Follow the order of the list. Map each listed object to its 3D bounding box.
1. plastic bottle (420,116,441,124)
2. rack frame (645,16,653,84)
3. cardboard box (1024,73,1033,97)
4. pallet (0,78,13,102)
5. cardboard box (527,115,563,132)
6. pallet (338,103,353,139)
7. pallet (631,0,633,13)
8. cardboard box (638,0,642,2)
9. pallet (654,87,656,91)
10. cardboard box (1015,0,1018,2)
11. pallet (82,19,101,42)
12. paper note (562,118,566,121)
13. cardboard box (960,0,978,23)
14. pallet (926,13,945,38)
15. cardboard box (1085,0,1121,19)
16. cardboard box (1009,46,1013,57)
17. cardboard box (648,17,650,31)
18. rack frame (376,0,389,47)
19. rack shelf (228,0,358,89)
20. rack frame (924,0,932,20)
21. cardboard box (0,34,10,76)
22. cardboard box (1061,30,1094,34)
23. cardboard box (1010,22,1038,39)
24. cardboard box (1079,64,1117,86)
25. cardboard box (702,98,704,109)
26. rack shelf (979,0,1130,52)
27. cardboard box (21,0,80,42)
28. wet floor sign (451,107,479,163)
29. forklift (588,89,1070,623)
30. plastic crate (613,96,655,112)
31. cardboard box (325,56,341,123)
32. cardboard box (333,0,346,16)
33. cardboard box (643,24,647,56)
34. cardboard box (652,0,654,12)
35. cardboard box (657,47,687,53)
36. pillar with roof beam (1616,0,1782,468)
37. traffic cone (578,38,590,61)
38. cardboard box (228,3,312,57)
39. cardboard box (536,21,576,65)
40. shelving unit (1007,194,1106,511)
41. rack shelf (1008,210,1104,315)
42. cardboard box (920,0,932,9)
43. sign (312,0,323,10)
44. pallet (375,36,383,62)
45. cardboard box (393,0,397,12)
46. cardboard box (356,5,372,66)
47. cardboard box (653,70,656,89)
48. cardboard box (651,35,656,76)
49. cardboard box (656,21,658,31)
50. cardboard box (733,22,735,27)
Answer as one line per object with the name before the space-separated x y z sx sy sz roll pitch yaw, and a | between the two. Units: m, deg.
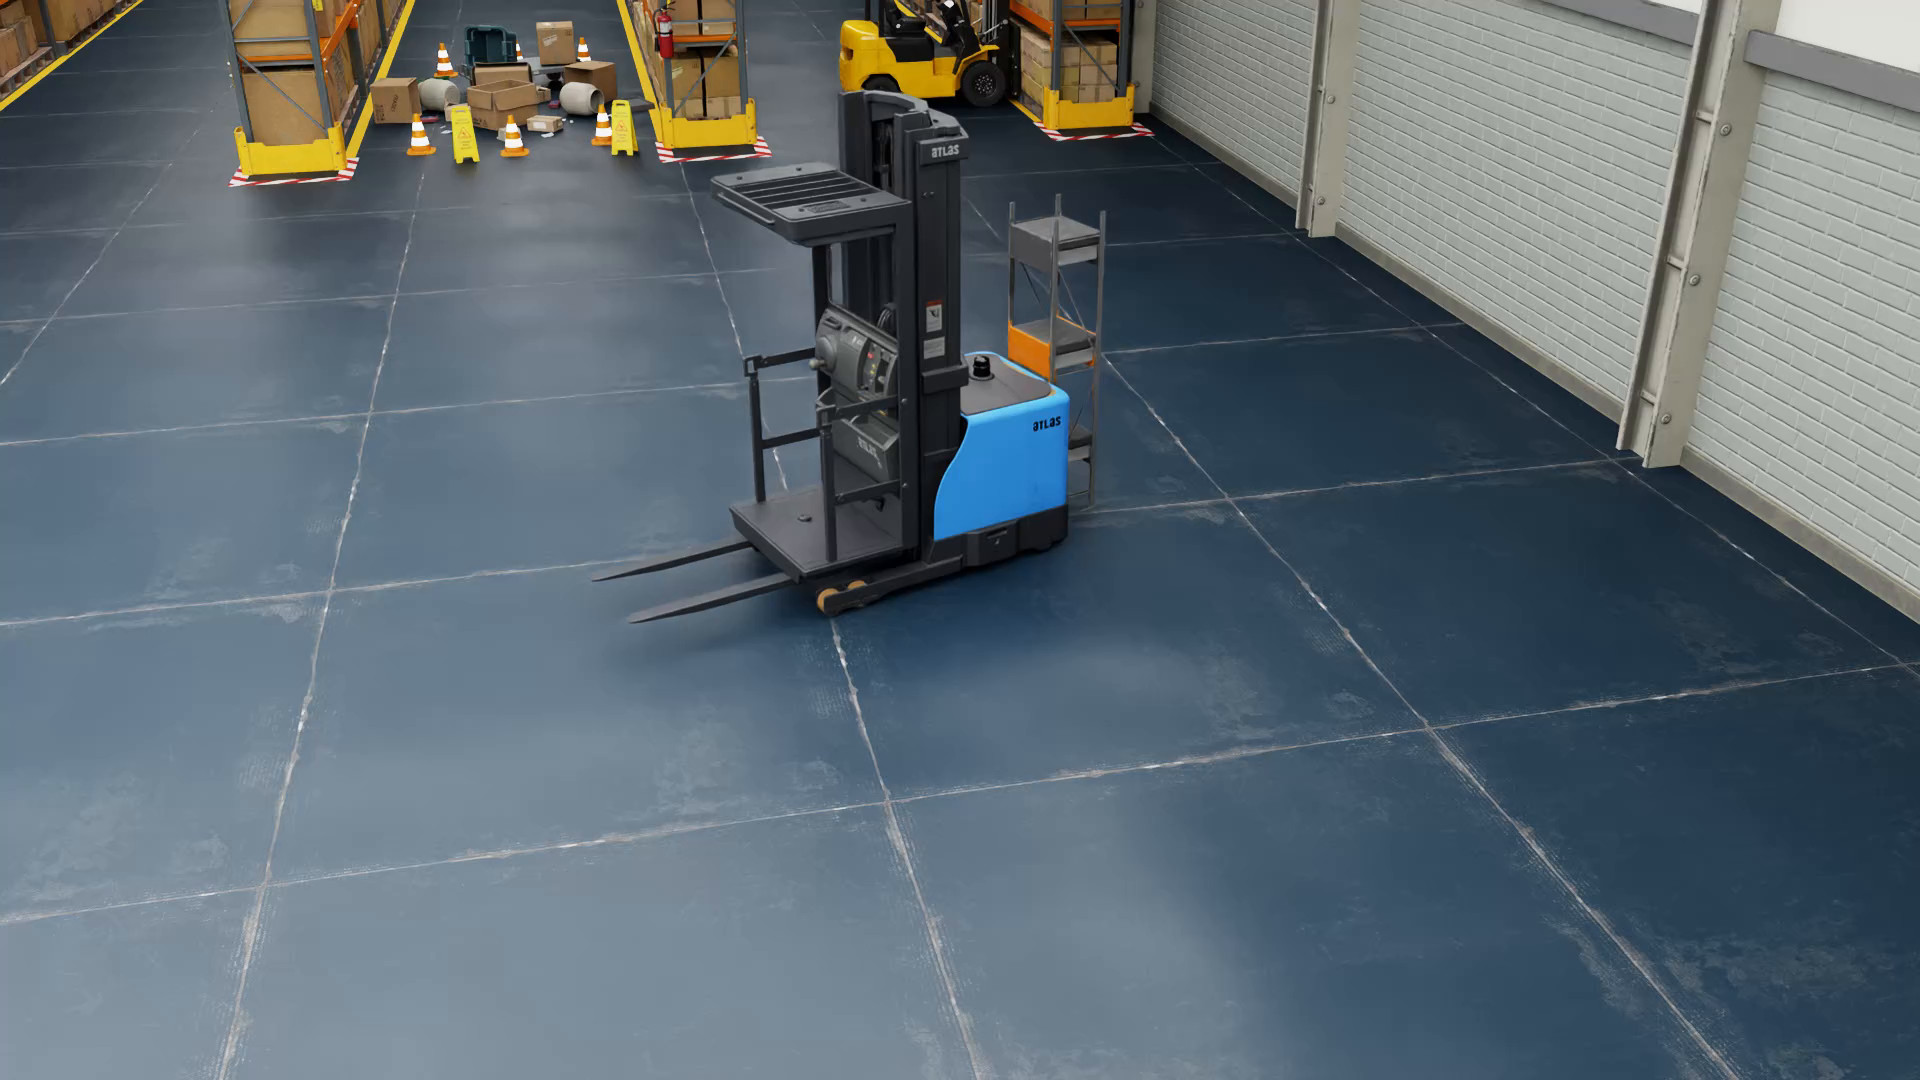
plastic bottle | -7.058 -5.582 22.088 0.283 0.061 0.133 -16 31 -29
rack frame | -4.050 -8.087 23.789 1.000 3.000 0.127 -6 27 -12
cardboard box | 1.170 -6.190 22.616 0.500 0.250 0.500 -6 27 -12
pallet | -13.882 -6.177 23.100 1.003 0.211 1.213 -6 27 -12
cardboard box | -5.412 -5.428 21.685 0.380 0.149 0.250 8 28 15
pallet | -8.476 -5.416 21.593 1.003 0.211 1.213 -6 27 -12
pallet | -5.327 -9.486 29.656 1.003 0.211 1.213 -6 27 -12
cardboard box | -5.026 -9.393 28.270 0.875 0.875 0.875 -6 27 -12
pallet | -3.864 -6.551 23.840 1.003 0.211 1.213 -6 27 -12
cardboard box | 0.972 -7.744 22.998 0.500 0.500 0.500 -6 27 -11
pallet | -14.982 -8.480 27.663 1.003 0.211 1.213 -6 27 -12
paper note | -5.346 -5.601 22.172 0.148 0.019 0.142 3 27 6
cardboard box | 0.489 -8.289 26.359 0.875 0.625 0.625 -6 27 -12
pallet | 0.031 -8.738 28.174 1.003 0.211 1.213 -6 27 -12
cardboard box | 1.846 -7.127 21.776 0.500 0.500 0.500 -5 27 -10
cardboard box | 0.924 -6.867 23.404 0.500 0.250 0.500 -6 27 -12
cardboard box | -4.093 -7.098 22.864 0.380 0.149 0.250 -5 27 -10
rack frame | -9.751 -9.296 26.184 1.000 3.000 0.127 -6 27 -12
rack shelf | -8.399 -6.340 21.128 1.077 0.370 4.000 -6 27 -12
rack frame | -0.116 -10.348 28.270 1.000 3.000 0.127 -6 27 -12
cardboard box | -14.038 -6.889 23.703 0.700 0.500 0.500 -8 28 -16
cardboard box | 1.544 -6.912 22.939 0.500 0.250 0.500 -6 27 -12
cardboard box | 0.928 -7.080 23.271 0.500 0.250 0.500 -7 28 -13
cardboard box | 1.783 -6.247 22.175 0.500 0.250 0.500 -5 27 -11
cardboard box | -3.169 -5.898 22.038 0.500 0.250 0.500 -5 27 -10
rack shelf | 1.236 -7.393 23.213 1.077 0.370 4.000 -6 27 -12
cardboard box | -14.742 -8.380 26.263 1.225 0.875 0.875 -7 28 -14
wet floor sign | -6.013 -4.921 20.130 0.267 0.644 0.232 -11 29 -20
forklift | -0.809 -1.116 10.055 3.031 2.935 1.130 -16 31 -28
plastic crate | -4.495 -6.011 22.916 0.402 0.080 0.583 -16 31 -29
cardboard box | -8.366 -5.700 20.952 0.875 0.875 0.875 -6 27 -12
cardboard box | -8.609 -7.207 21.879 0.875 0.550 0.550 -6 27 -12
cardboard box | -4.336 -7.646 25.367 0.950 0.372 0.625 -4 27 -8
cardboard box | -3.648 -6.939 21.073 0.500 0.500 0.500 -6 27 -11
cardboard box | -3.731 -6.395 21.470 0.380 0.149 0.250 -5 27 -10
pillar with roof beam | 0.918 -4.207 9.444 9.100 9.000 0.400 -6 27 -12
traffic cone | -5.693 -7.356 25.157 0.336 0.463 0.334 -6 27 -12
cardboard box | -8.076 -6.009 19.506 0.875 0.550 0.550 -6 27 -12
cardboard box | -5.777 -7.115 23.797 0.500 0.500 0.500 -6 27 -12
shelving unit | 0.625 -1.202 11.148 0.431 2.100 0.503 -16 31 -29
rack shelf | 0.625 -1.815 10.839 0.431 0.518 0.480 -16 31 -29
cardboard box | -0.421 -9.584 29.063 0.500 0.500 0.500 -5 27 -10
sign | -7.406 -6.259 19.120 0.100 0.325 0.005 -6 27 -12
pallet | -9.647 -7.697 26.112 1.003 0.211 1.213 -6 27 -12
cardboard box | -10.014 -9.373 28.646 0.500 0.500 0.500 -7 28 -13
cardboard box | -9.291 -7.410 24.479 1.050 0.750 0.750 -6 27 -12
cardboard box | -3.927 -6.294 22.824 0.500 0.250 0.500 -6 27 -12
cardboard box | -3.933 -6.633 22.663 0.500 0.500 0.500 -5 27 -9
cardboard box | -3.606 -6.461 20.847 0.380 0.149 0.250 -6 27 -12
cardboard box | -3.075 -6.623 21.167 0.380 0.149 0.250 -7 28 -13
